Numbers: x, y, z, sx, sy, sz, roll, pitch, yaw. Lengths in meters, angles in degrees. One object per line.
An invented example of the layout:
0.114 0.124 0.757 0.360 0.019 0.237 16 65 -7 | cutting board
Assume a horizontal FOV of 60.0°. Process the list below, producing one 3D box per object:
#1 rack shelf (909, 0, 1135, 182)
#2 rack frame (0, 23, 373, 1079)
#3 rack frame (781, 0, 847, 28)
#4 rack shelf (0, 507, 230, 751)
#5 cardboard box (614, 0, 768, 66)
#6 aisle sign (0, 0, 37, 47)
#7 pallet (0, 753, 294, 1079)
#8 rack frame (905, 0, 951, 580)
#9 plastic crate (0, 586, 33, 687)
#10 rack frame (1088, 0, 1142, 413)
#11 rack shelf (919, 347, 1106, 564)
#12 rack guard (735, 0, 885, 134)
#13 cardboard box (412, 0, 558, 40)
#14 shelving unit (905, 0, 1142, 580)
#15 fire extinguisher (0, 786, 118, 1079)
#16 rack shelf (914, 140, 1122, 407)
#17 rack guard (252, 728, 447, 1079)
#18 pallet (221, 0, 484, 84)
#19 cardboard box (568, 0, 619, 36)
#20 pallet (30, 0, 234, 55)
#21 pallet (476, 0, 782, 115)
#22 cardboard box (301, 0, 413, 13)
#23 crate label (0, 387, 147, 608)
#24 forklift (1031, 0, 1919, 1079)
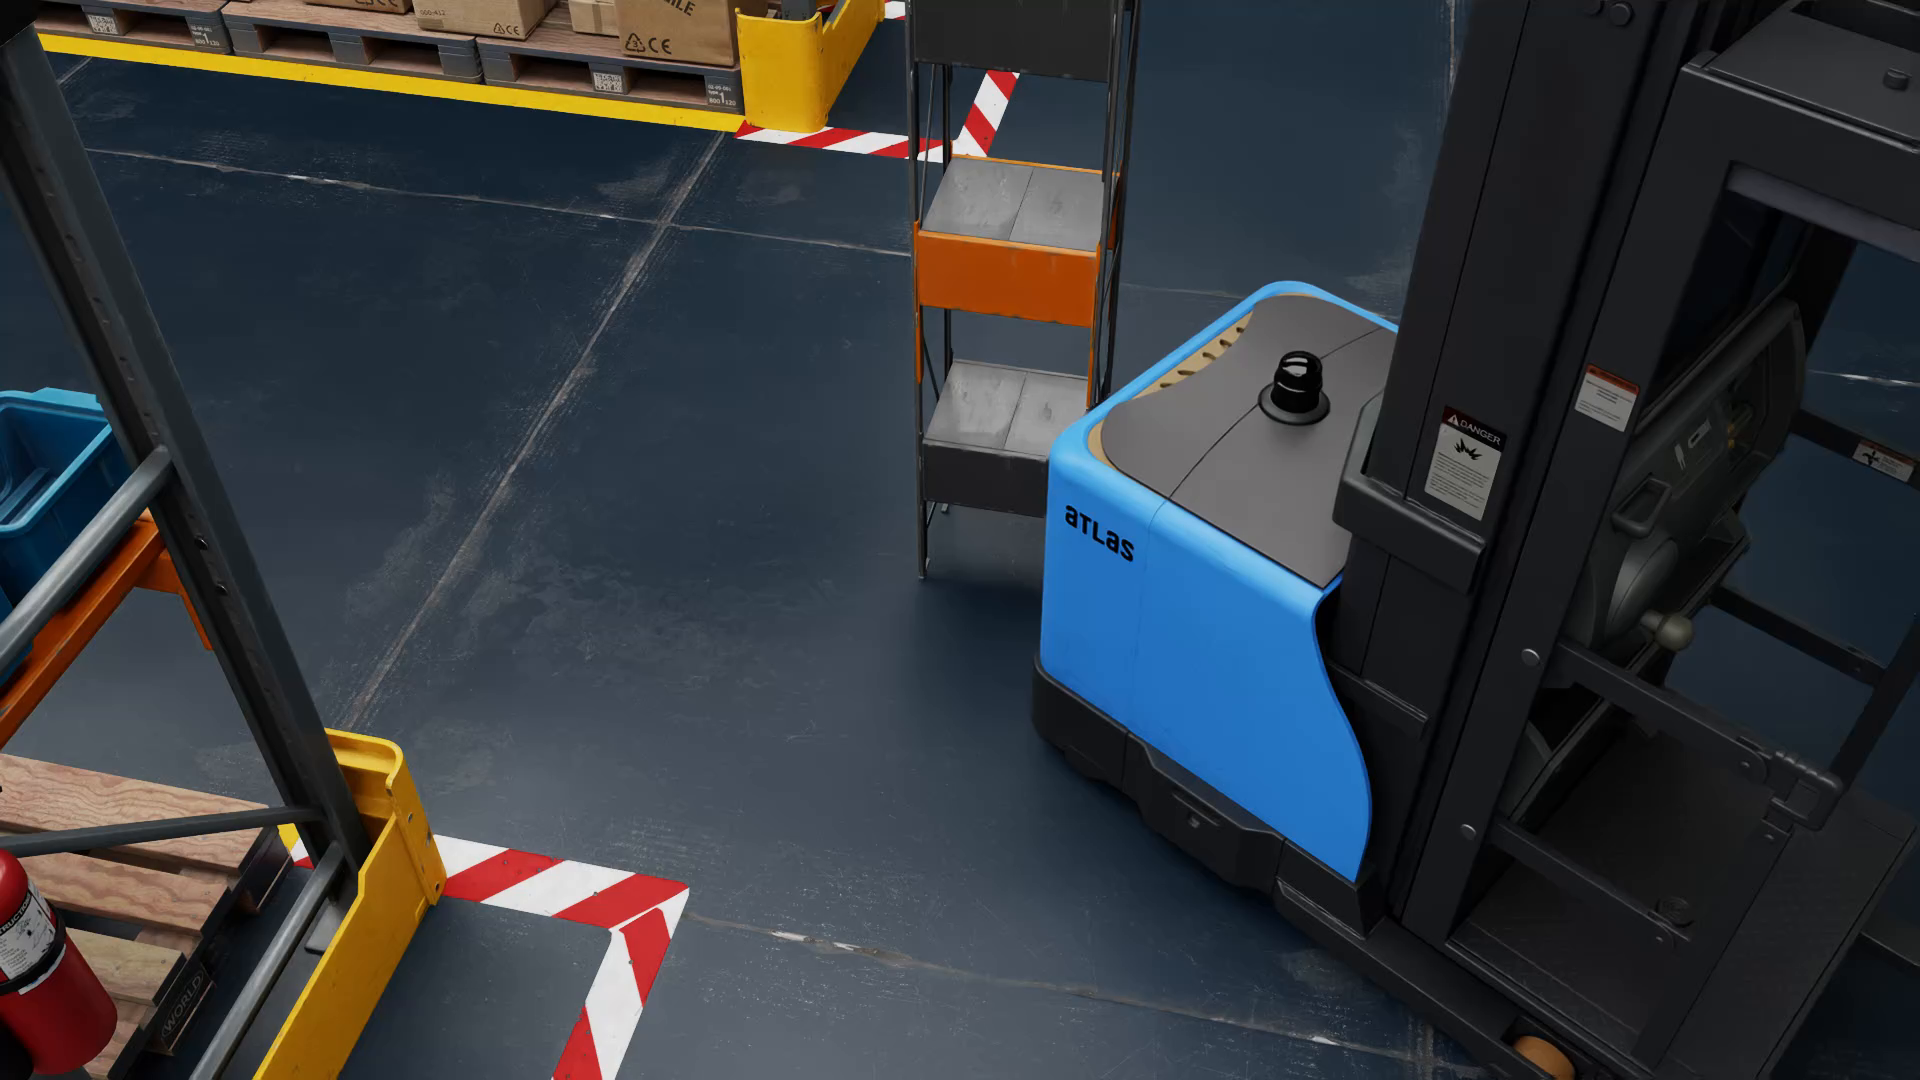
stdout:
0.162 -1.226 4.020 0.480 0.518 0.431 9 45 9 | rack shelf
-1.644 0.149 2.932 0.127 3.000 1.000 9 45 9 | rack frame
-0.559 -3.202 6.414 0.127 3.000 1.000 9 45 9 | rack frame
-3.596 0.106 3.496 4.000 0.370 1.077 9 45 9 | rack shelf
-1.143 -2.376 7.041 0.500 0.500 0.500 9 45 9 | cardboard box
-1.509 -0.977 2.228 0.004 0.787 0.394 9 45 9 | aisle sign
-2.440 1.003 4.056 1.213 0.211 1.003 9 45 9 | pallet
-0.077 -0.768 4.534 0.015 2.100 0.400 9 45 9 | rack frame
-2.012 0.191 2.820 0.499 0.435 0.616 9 45 9 | plastic crate
0.400 -0.694 4.457 0.015 2.100 0.400 9 45 9 | rack frame
0.162 -0.217 4.991 0.480 0.518 0.431 9 45 9 | rack shelf
-0.633 -2.313 7.293 0.348 0.500 1.175 9 45 9 | rack guard
-2.064 -2.450 7.298 0.500 0.250 0.500 9 45 9 | cardboard box
0.162 -0.731 4.496 0.503 2.100 0.431 9 45 9 | shelving unit
-1.596 0.642 2.745 0.183 0.674 0.296 9 45 9 | fire extinguisher
0.162 -0.722 4.505 0.480 0.518 0.431 9 45 9 | rack shelf
-1.618 1.045 3.804 0.348 0.500 1.175 9 45 9 | rack guard
-2.598 -2.515 7.711 1.213 0.211 1.003 9 45 9 | pallet
-1.519 -2.378 7.283 0.250 0.166 0.380 9 45 9 | cardboard box
-3.792 -2.699 7.902 1.213 0.211 1.003 9 45 9 | pallet
-1.411 -2.329 7.518 1.213 0.211 1.003 9 45 9 | pallet
-2.628 -2.786 7.464 0.637 0.503 0.797 9 45 9 | cardboard box
-1.813 -0.072 3.239 0.303 0.233 0.416 9 45 9 | crate label
1.617 -0.059 3.198 3.031 2.935 1.130 33 53 30 | forklift
